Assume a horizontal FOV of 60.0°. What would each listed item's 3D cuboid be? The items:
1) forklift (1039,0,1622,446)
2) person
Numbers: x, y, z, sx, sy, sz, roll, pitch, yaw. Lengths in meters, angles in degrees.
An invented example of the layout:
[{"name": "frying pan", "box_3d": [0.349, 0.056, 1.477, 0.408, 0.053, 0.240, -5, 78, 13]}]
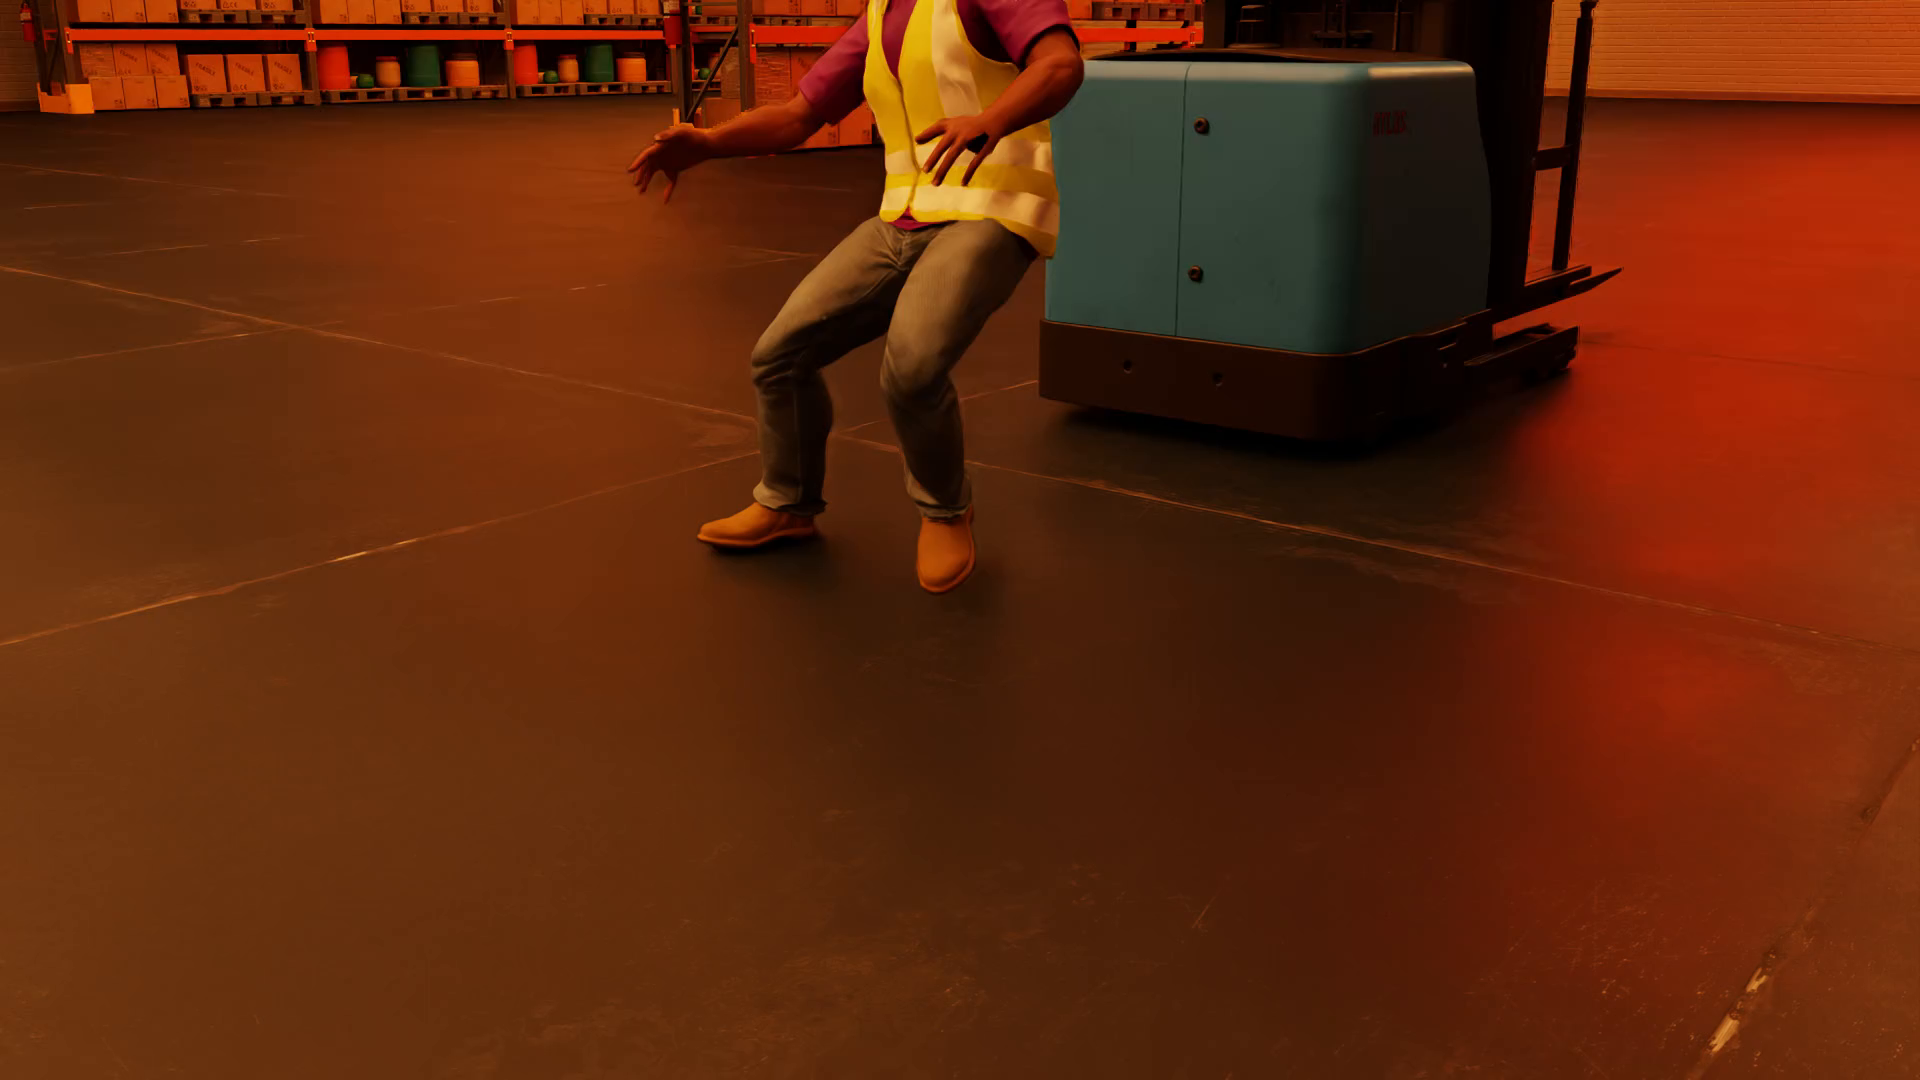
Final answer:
[{"name": "forklift", "box_3d": [1.548, -2.034, 5.596, 1.130, 2.935, 3.031, 13, 21, 36]}, {"name": "person", "box_3d": [-0.172, -0.671, 3.436, 0.763, 1.585, 0.933, -13, 21, -36]}]
